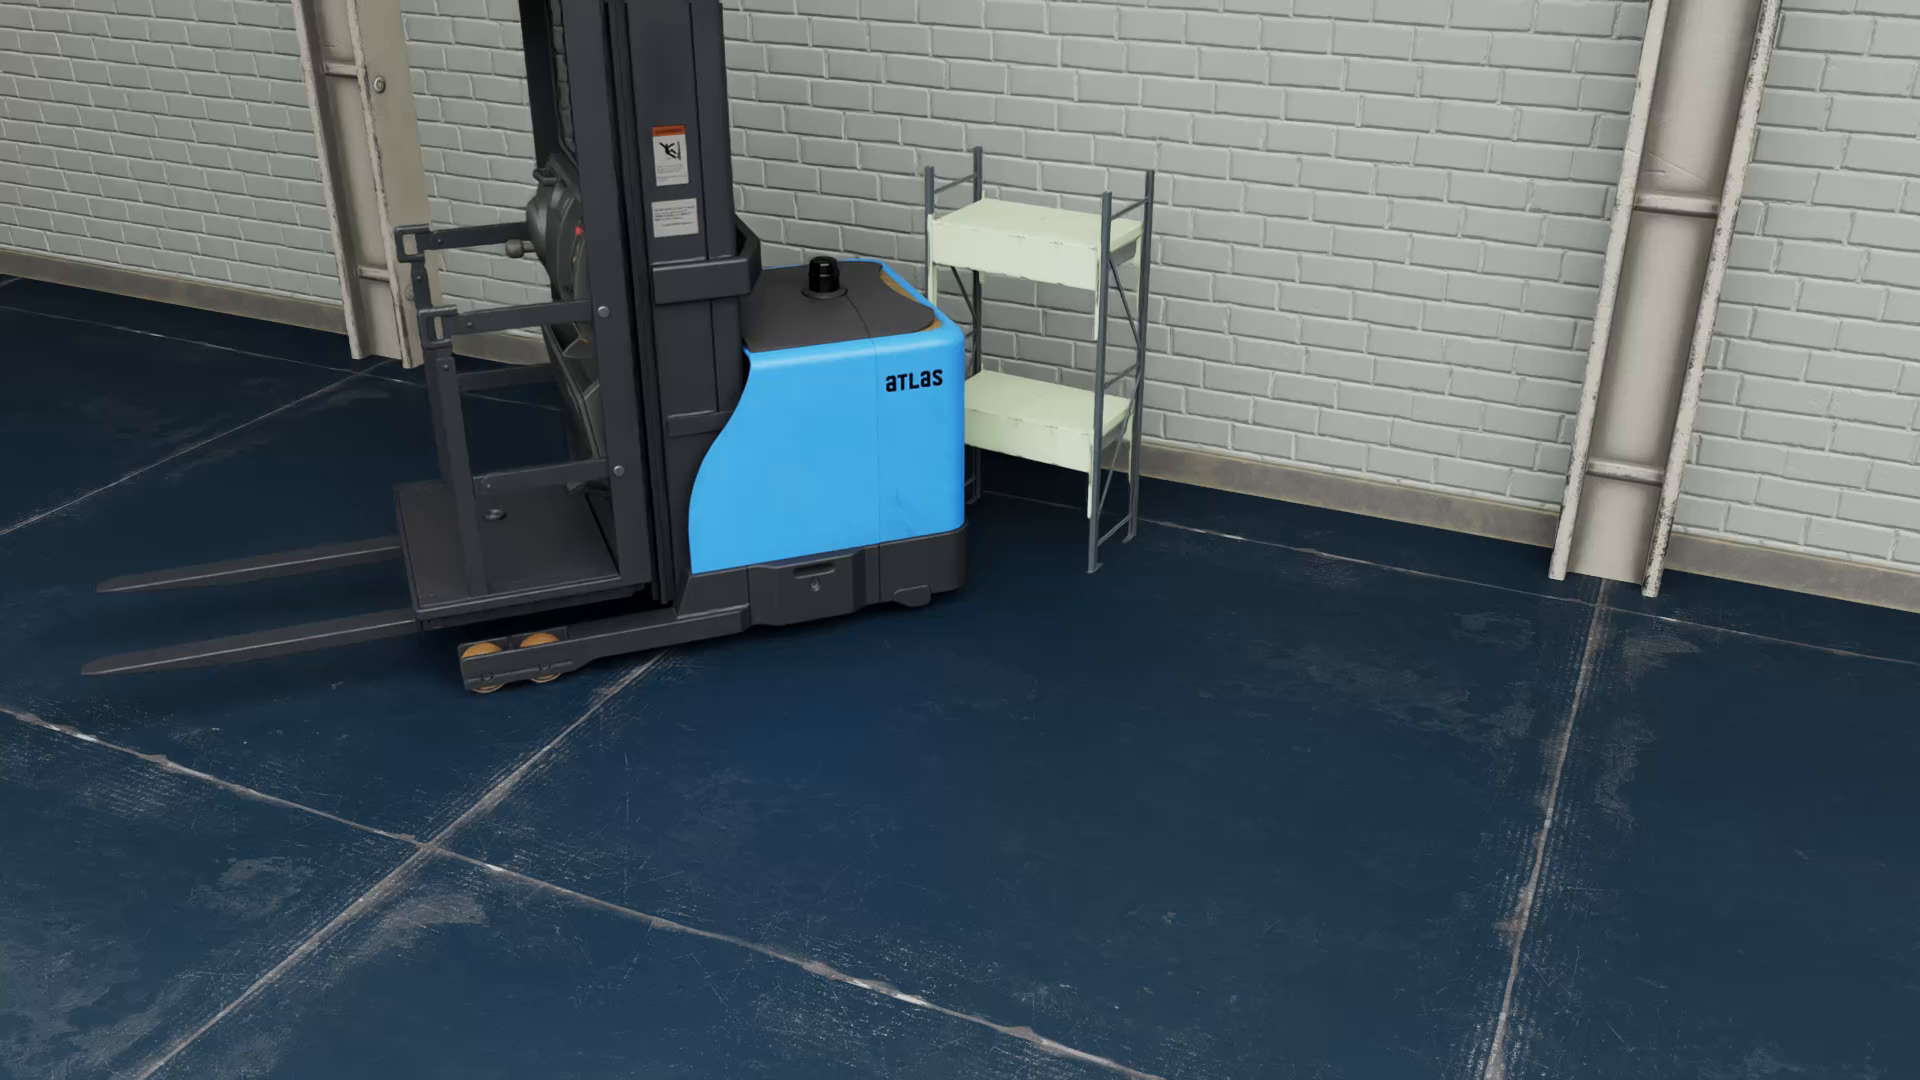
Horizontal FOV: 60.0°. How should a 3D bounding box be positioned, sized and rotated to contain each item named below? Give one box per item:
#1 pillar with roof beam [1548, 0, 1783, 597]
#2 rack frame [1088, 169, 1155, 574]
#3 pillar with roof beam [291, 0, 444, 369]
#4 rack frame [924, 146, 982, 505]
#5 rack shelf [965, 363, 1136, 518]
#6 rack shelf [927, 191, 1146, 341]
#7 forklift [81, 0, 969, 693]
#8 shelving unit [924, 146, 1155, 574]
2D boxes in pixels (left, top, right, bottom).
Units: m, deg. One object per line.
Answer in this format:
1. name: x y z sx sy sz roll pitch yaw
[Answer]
1. pillar with roof beam: 0.745 -2.186 1.001 0.400 9.000 9.100 11 28 22
2. rack frame: 0.609 -0.618 6.308 0.023 1.500 0.400 15 30 27
3. pillar with roof beam: -4.717 -3.283 3.230 0.400 9.000 9.100 11 28 22
4. rack frame: -0.023 -0.782 6.640 0.023 1.500 0.400 15 30 27
5. rack shelf: 0.293 -0.408 6.618 0.720 0.370 0.431 15 30 27
6. rack shelf: 0.293 -1.050 6.302 0.720 0.370 0.431 15 30 27
7. forklift: -1.540 -1.056 5.577 3.031 2.935 1.130 -10 28 -19
8. shelving unit: 0.293 -0.700 6.474 0.755 1.500 0.431 15 30 27
